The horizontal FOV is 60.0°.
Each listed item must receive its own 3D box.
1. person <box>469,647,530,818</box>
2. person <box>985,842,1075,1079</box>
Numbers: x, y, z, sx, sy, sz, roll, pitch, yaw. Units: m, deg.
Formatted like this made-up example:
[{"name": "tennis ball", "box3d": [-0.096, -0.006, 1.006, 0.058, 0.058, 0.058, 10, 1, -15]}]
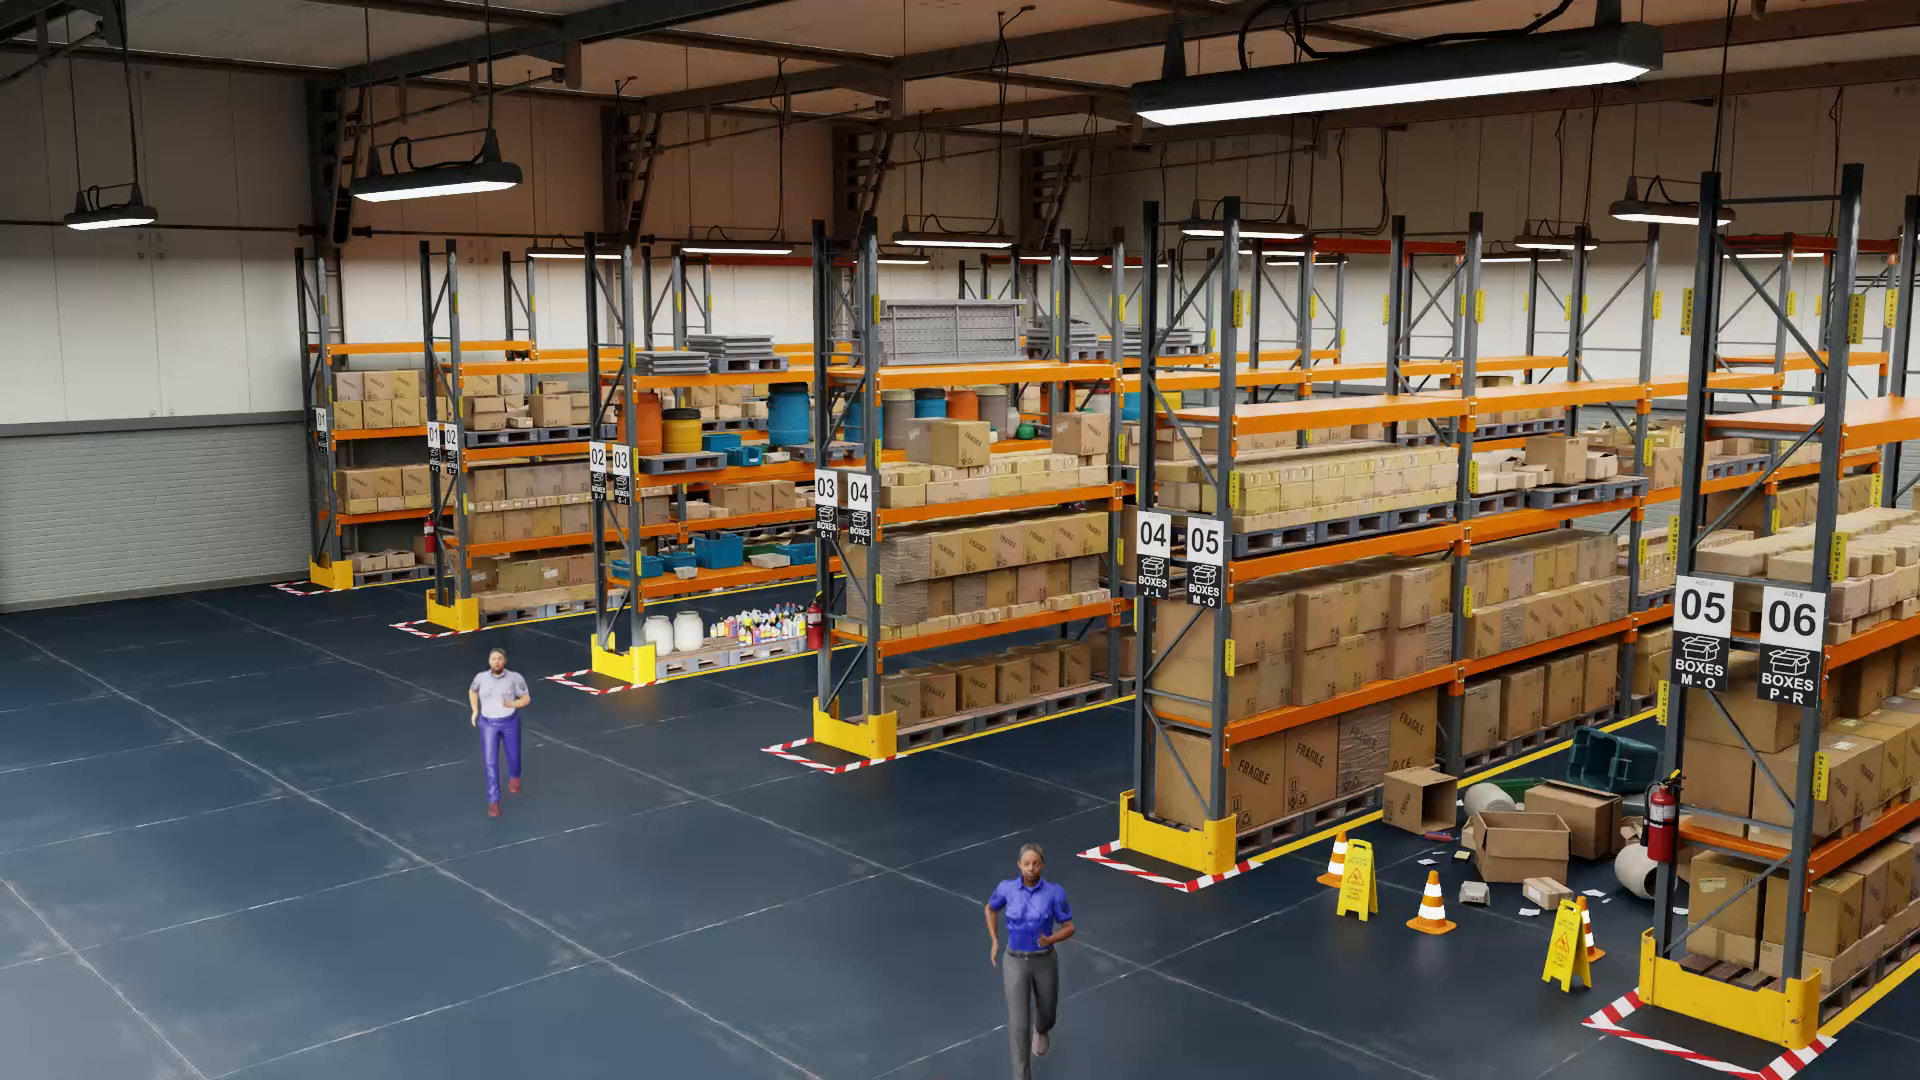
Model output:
[{"name": "person", "box3d": [-4.648, 1.894, 16.812, 0.610, 1.616, 0.940, -2, 9, -12]}, {"name": "person", "box3d": [0.454, 2.769, 10.826, 0.583, 1.633, 0.904, 0, 8, 0]}]
